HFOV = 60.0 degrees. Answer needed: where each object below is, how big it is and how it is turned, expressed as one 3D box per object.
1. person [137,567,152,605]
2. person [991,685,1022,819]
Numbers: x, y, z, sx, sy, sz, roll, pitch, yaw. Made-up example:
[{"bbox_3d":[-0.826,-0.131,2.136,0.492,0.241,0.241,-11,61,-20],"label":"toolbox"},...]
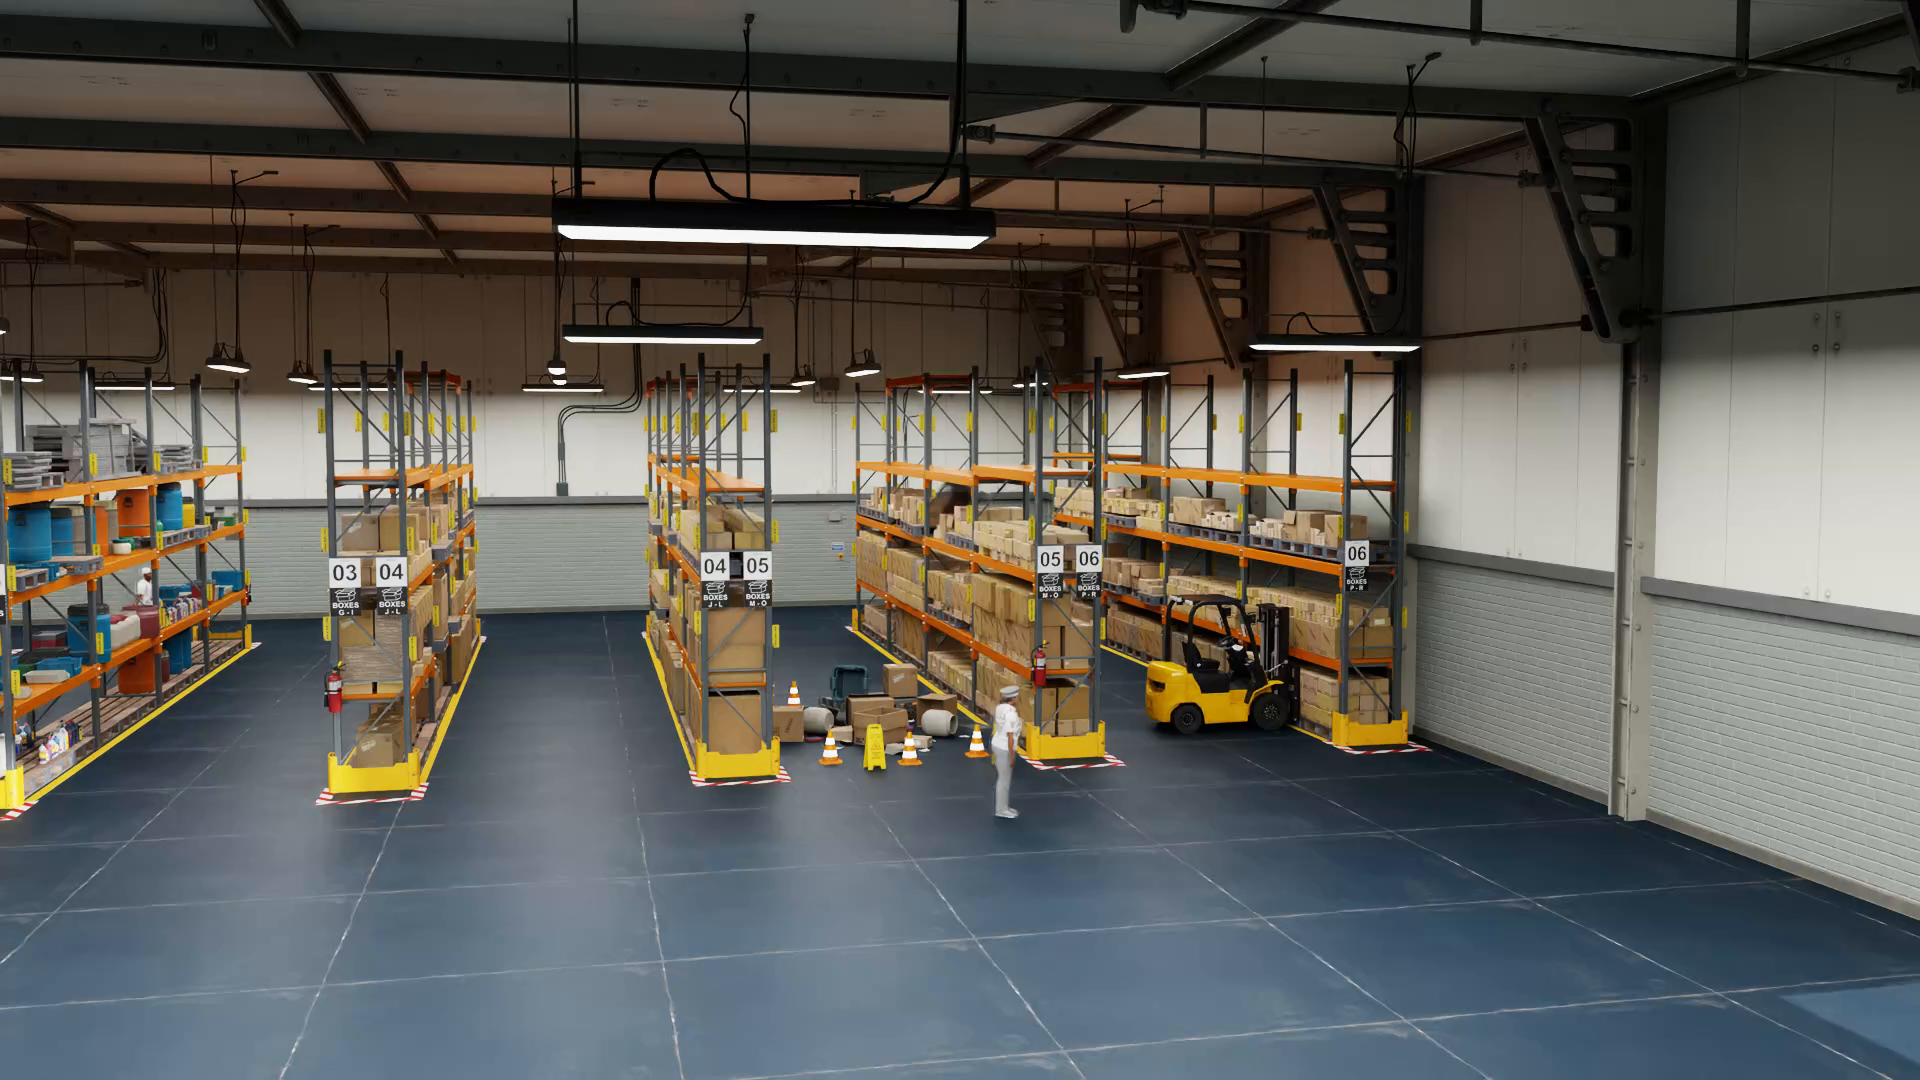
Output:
[{"bbox_3d":[-18.477,1.490,37.644,0.549,1.756,0.659,-1,4,-17],"label":"person"},{"bbox_3d":[0.593,2.692,21.197,0.369,1.685,0.476,-1,4,-16],"label":"person"}]
